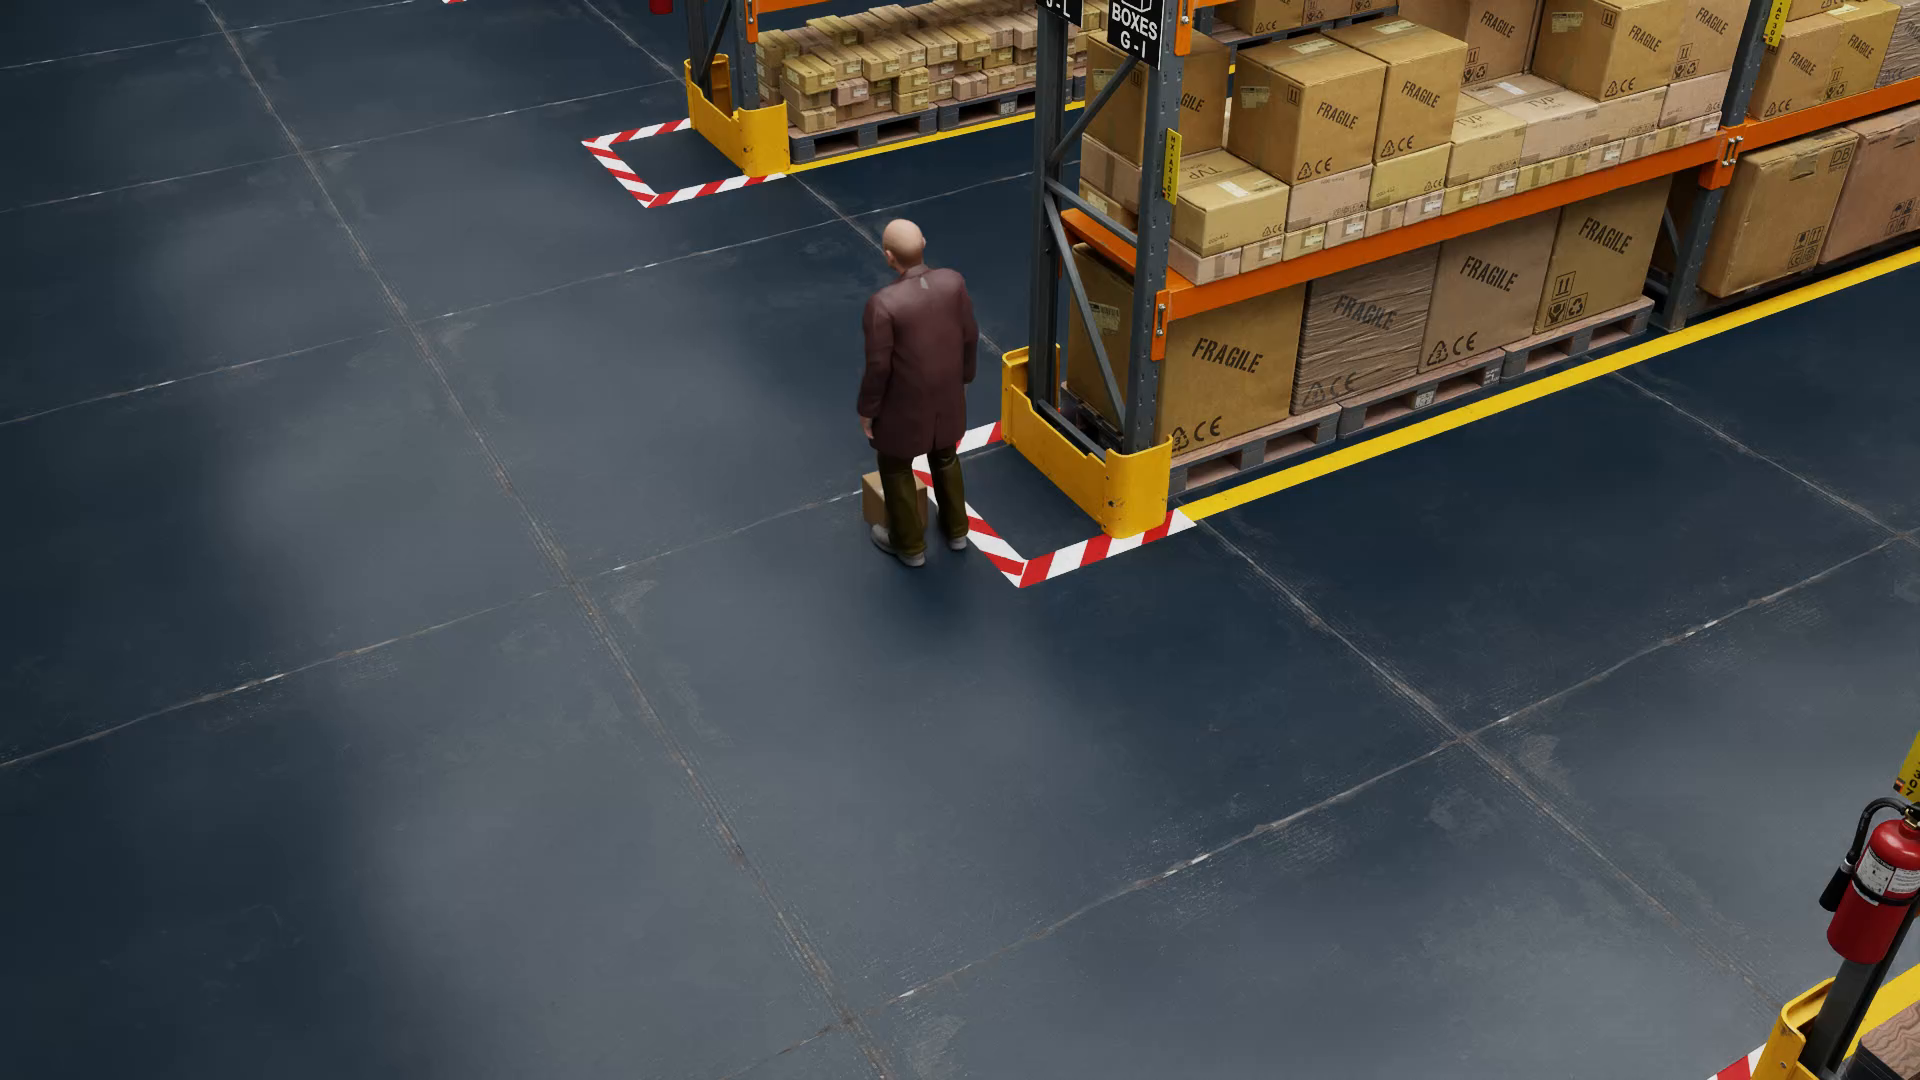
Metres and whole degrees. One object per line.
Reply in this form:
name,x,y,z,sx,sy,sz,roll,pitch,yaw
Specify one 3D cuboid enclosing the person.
person,-0.208,-0.683,7.873,0.645,1.772,0.429,-21,41,-26
